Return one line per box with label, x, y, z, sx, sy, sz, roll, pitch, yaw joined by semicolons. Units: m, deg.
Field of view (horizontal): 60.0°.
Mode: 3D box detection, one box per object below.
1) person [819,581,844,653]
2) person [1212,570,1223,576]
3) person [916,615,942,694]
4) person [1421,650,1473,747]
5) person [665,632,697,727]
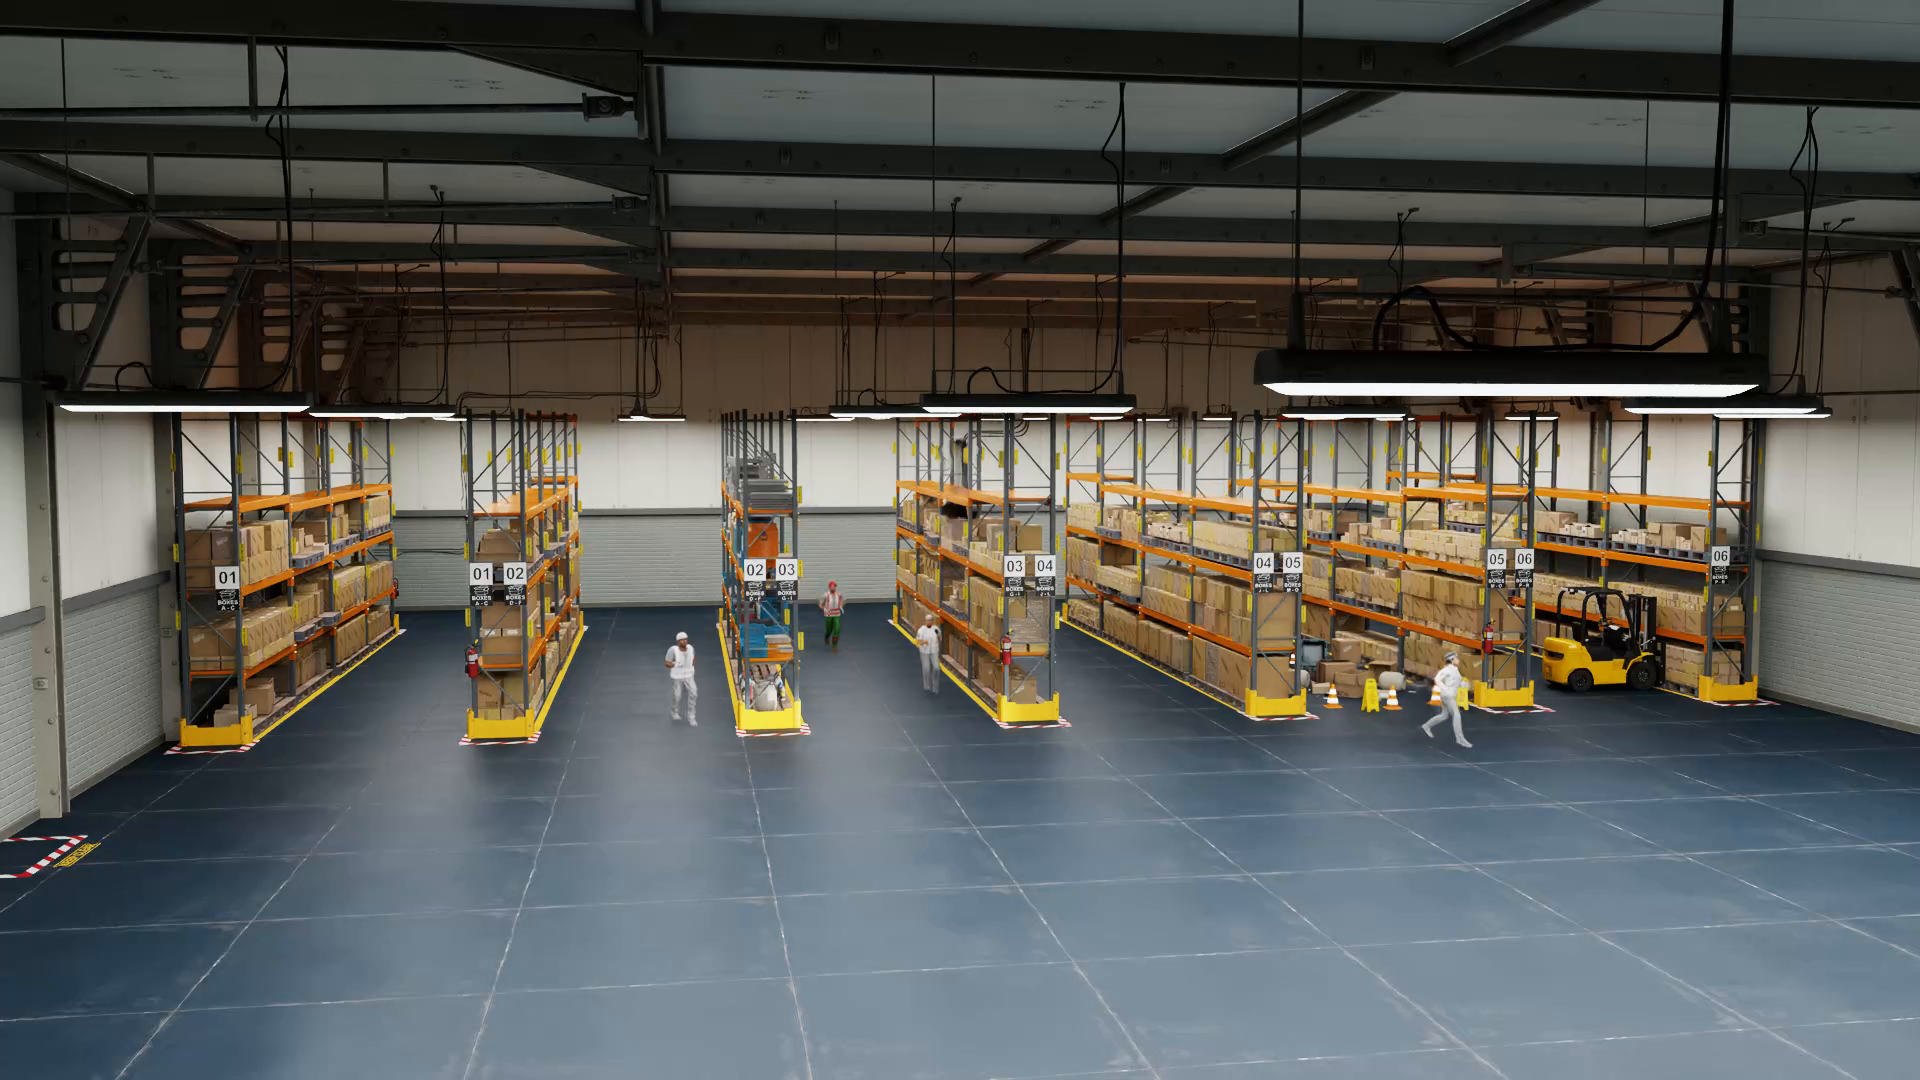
person;-3.228;1.929;42.009;0.666;1.787;0.866;-1;4;-19
person;7.932;1.341;51.307;0.554;1.628;0.564;-2;4;-21
person;-0.644;2.437;35.441;0.580;1.708;0.718;-1;4;-8
person;8.677;2.806;29.647;0.944;1.706;0.629;2;5;30
person;-5.295;2.641;31.629;0.694;1.807;0.816;-2;5;-30
